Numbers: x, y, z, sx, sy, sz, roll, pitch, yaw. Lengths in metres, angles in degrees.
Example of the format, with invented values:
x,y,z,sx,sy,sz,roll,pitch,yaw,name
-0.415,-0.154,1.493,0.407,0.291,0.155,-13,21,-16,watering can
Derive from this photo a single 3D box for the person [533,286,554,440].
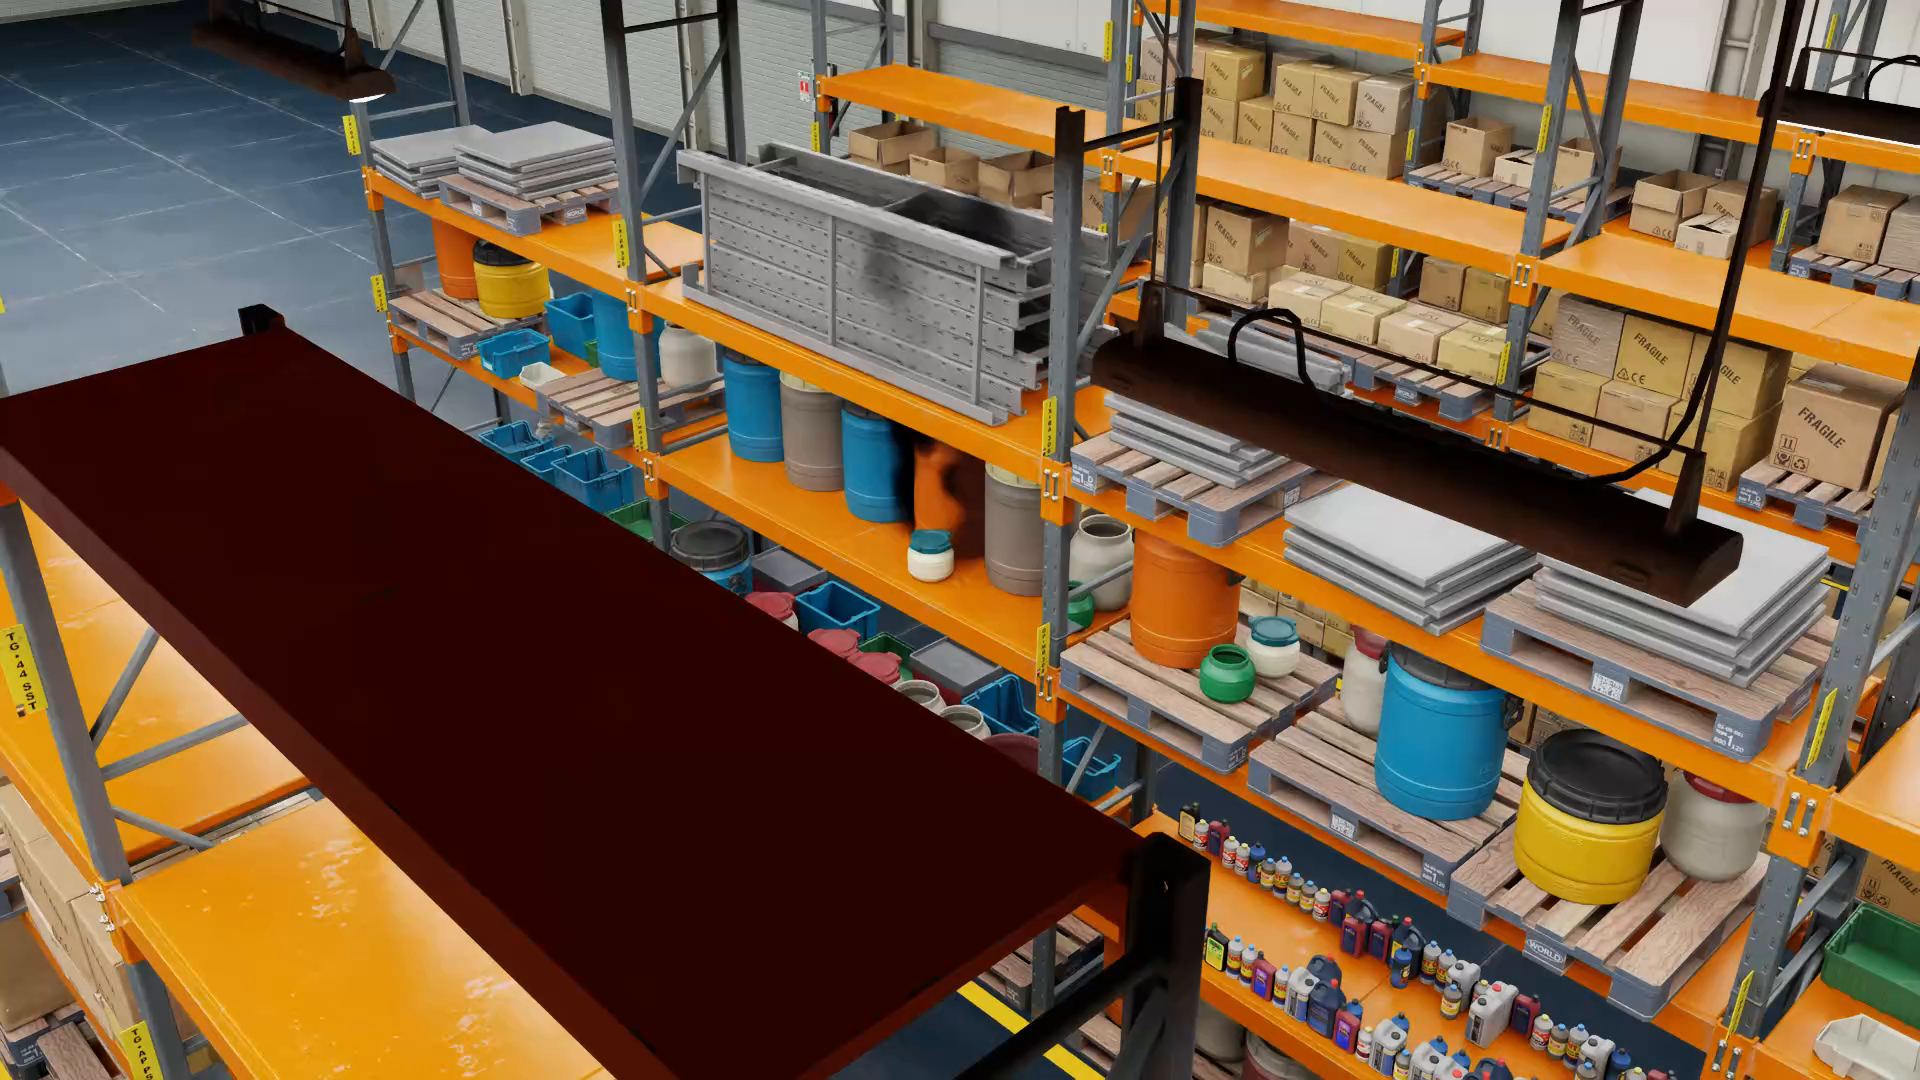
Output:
x,y,z,sx,sy,sz,roll,pitch,yaw,name
-4.571,-2.044,18.801,0.873,1.812,0.613,-12,31,-22,person
